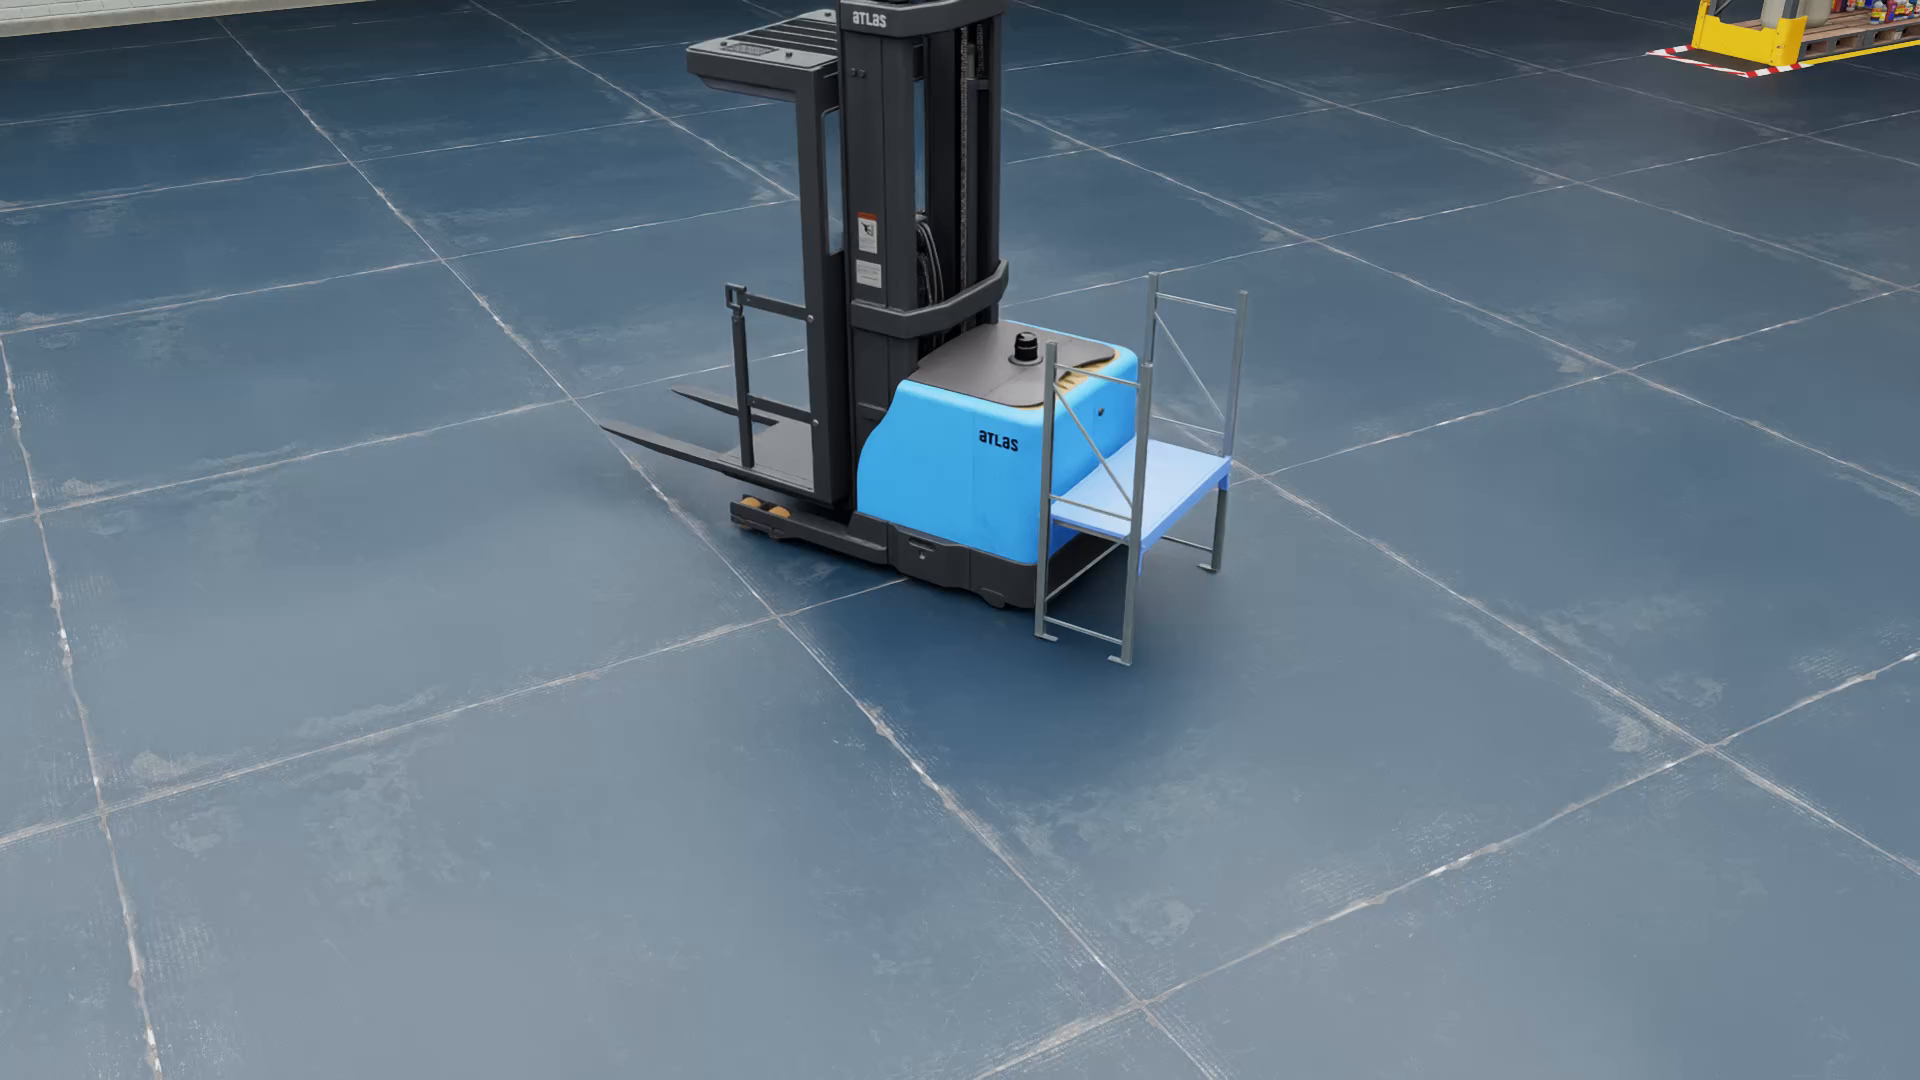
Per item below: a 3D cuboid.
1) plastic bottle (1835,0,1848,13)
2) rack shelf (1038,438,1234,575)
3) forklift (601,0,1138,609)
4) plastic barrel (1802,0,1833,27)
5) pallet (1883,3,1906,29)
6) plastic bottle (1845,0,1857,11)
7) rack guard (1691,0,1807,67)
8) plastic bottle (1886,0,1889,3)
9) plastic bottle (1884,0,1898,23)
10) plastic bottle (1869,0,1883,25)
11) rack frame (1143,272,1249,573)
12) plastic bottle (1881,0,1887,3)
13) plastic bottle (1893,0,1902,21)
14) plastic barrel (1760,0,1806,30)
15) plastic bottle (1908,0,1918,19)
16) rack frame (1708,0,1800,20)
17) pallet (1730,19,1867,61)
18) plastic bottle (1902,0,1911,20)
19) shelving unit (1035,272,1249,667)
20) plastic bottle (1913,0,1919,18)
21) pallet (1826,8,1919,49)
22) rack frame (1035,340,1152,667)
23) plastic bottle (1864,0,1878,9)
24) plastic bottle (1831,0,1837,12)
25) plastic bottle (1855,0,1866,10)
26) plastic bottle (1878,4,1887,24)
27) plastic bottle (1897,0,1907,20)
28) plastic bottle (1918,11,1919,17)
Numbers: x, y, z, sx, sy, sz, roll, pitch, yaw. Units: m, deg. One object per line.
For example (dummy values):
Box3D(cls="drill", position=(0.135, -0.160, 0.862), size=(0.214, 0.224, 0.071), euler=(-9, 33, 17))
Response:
Box3D(cls="plastic bottle", position=(10.345, -6.336, 19.483), size=(0.133, 0.283, 0.061), euler=(-16, 33, -26))
Box3D(cls="rack shelf", position=(0.849, -0.192, 7.914), size=(0.538, 0.185, 1.000), euler=(17, 33, 27))
Box3D(cls="forklift", position=(-0.612, -1.485, 8.407), size=(3.031, 2.935, 1.130), euler=(18, 34, 29))
Box3D(cls="plastic barrel", position=(9.659, -6.105, 18.848), size=(0.421, 0.512, 0.421), euler=(0, 29, 0))
Box3D(cls="pallet", position=(11.547, -6.306, 19.958), size=(1.213, 0.211, 1.003), euler=(-16, 33, -26))
Box3D(cls="plastic bottle", position=(10.490, -6.331, 19.558), size=(0.097, 0.201, 0.097), euler=(0, 29, 0))
Box3D(cls="rack guard", position=(8.740, -5.638, 18.449), size=(0.348, 0.500, 1.175), euler=(-16, 33, -26))
Box3D(cls="plastic bottle", position=(11.177, -6.561, 19.903), size=(0.097, 0.271, 0.097), euler=(0, 29, 0))
Box3D(cls="plastic bottle", position=(10.624, -6.060, 18.982), size=(0.133, 0.283, 0.061), euler=(-15, 32, -26))
Box3D(cls="plastic bottle", position=(10.419, -6.007, 18.898), size=(0.097, 0.271, 0.097), euler=(0, 29, 0))
Box3D(cls="rack frame", position=(1.118, -0.558, 8.204), size=(0.500, 1.500, 0.032), euler=(17, 33, 27))
Box3D(cls="plastic bottle", position=(11.078, -6.636, 19.956), size=(0.185, 0.351, 0.144), euler=(-17, 33, -28))
Box3D(cls="plastic bottle", position=(10.715, -6.091, 19.050), size=(0.097, 0.271, 0.097), euler=(0, 29, 0))
Box3D(cls="plastic barrel", position=(9.227, -5.982, 18.625), size=(0.421, 0.512, 0.421), euler=(0, 29, 0))
Box3D(cls="plastic bottle", position=(10.976, -6.165, 19.184), size=(0.097, 0.271, 0.097), euler=(0, 29, 0))
Box3D(cls="rack frame", position=(8.698, -6.695, 17.776), size=(0.127, 3.000, 1.000), euler=(-16, 33, -26))
Box3D(cls="pallet", position=(9.443, -5.709, 18.876), size=(1.213, 0.211, 1.003), euler=(-16, 33, -26))
Box3D(cls="plastic bottle", position=(10.887, -6.109, 19.155), size=(0.097, 0.201, 0.097), euler=(0, 29, 0))
Box3D(cls="shelving unit", position=(0.850, -0.349, 7.826), size=(0.538, 1.500, 1.048), euler=(17, 33, 27))
Box3D(cls="plastic bottle", position=(11.064, -6.159, 19.247), size=(0.097, 0.201, 0.097), euler=(0, 29, 0))
Box3D(cls="pallet", position=(10.494, -6.005, 19.413), size=(1.213, 0.211, 1.003), euler=(-16, 33, -26))
Box3D(cls="rack frame", position=(0.583, -0.141, 7.448), size=(0.500, 1.500, 0.032), euler=(17, 33, 27))
Box3D(cls="plastic bottle", position=(10.808, -6.443, 19.684), size=(0.135, 0.276, 0.152), euler=(-16, 33, -26))
Box3D(cls="plastic bottle", position=(10.291, -6.377, 19.565), size=(0.135, 0.276, 0.152), euler=(-16, 33, -26))
Box3D(cls="plastic bottle", position=(10.650, -6.381, 19.649), size=(0.097, 0.201, 0.097), euler=(0, 29, 0))
Box3D(cls="plastic bottle", position=(10.509, -6.001, 18.961), size=(0.097, 0.201, 0.097), euler=(0, 29, 0))
Box3D(cls="plastic bottle", position=(10.801, -6.115, 19.095), size=(0.097, 0.271, 0.097), euler=(0, 29, 0))
Box3D(cls="plastic bottle", position=(11.152, -6.232, 19.302), size=(0.135, 0.276, 0.152), euler=(-15, 32, -25))
